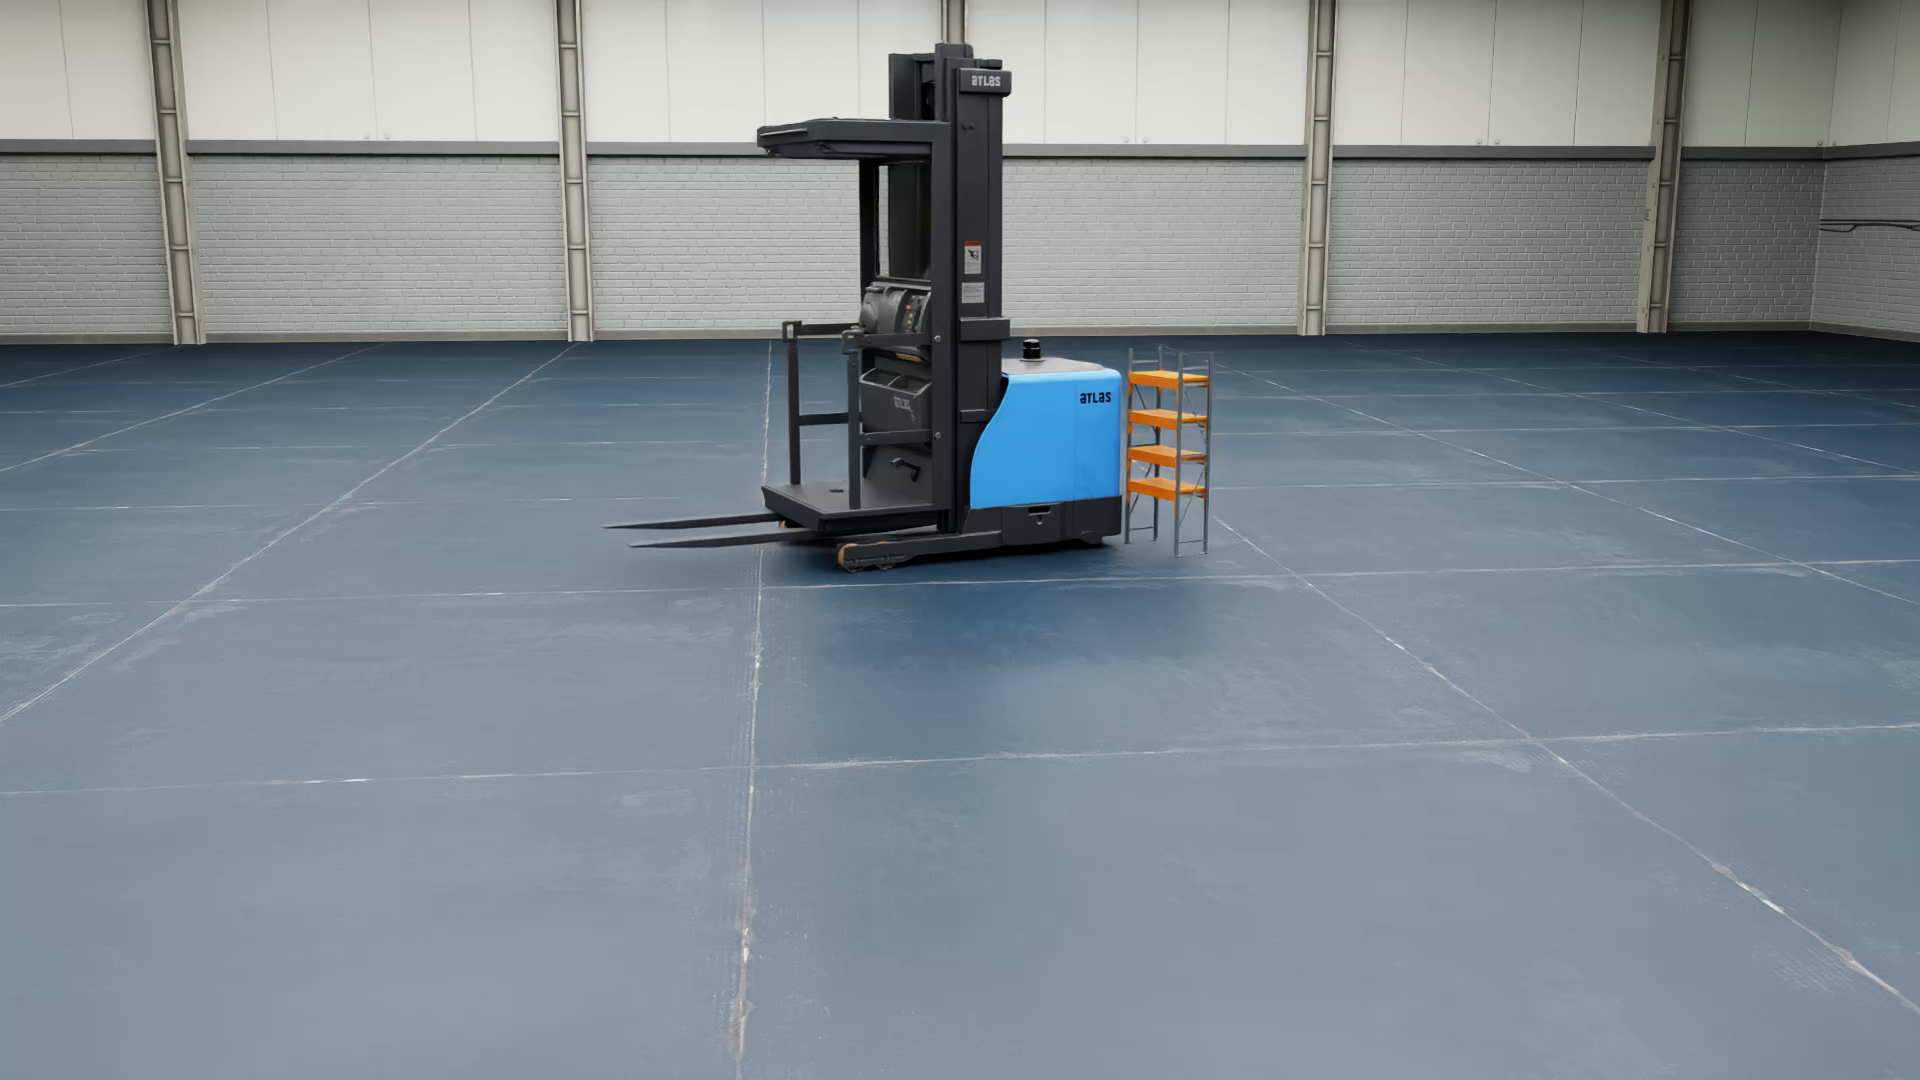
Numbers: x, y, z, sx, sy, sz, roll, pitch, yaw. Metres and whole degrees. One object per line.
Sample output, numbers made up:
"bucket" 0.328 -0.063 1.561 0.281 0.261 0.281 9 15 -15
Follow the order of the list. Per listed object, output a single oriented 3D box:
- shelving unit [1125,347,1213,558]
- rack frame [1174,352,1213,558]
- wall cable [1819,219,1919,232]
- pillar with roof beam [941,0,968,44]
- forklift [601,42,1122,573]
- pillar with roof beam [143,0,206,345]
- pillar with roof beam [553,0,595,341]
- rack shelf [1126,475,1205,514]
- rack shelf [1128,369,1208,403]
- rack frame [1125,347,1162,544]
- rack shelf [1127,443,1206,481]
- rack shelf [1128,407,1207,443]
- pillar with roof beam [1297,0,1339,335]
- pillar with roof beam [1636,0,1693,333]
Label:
"shelving unit" 1.249 -0.537 9.990 0.258 1.200 0.503 -6 13 -30
"rack frame" 1.373 -0.497 9.783 0.240 1.200 0.015 -6 13 -30
"wall cable" 14.916 -6.265 26.960 0.112 2.526 3.097 -1 11 -6
"pillar with roof beam" 0.380 -6.906 22.167 0.400 9.000 9.100 -1 11 -6
"forklift" -0.567 -1.369 9.733 3.031 2.935 1.130 -5 12 -25
"pillar with roof beam" -11.550 -6.656 20.895 0.400 9.000 9.100 -1 11 -6
"pillar with roof beam" -5.585 -6.781 21.531 0.400 9.000 9.100 -1 11 -6
"rack shelf" 1.249 -0.276 10.041 0.258 0.148 0.480 -6 13 -30
"rack shelf" 1.249 -0.923 9.914 0.258 0.148 0.480 -6 13 -30
"rack frame" 1.125 -0.578 10.196 0.240 1.200 0.015 -6 13 -30
"rack shelf" 1.249 -0.471 10.003 0.258 0.148 0.480 -6 13 -30
"rack shelf" 1.249 -0.691 9.959 0.258 0.148 0.480 -6 13 -30
"pillar with roof beam" 6.345 -7.031 22.803 0.400 9.000 9.100 -1 11 -6
"pillar with roof beam" 12.310 -7.156 23.439 0.400 9.000 9.100 -1 11 -6
